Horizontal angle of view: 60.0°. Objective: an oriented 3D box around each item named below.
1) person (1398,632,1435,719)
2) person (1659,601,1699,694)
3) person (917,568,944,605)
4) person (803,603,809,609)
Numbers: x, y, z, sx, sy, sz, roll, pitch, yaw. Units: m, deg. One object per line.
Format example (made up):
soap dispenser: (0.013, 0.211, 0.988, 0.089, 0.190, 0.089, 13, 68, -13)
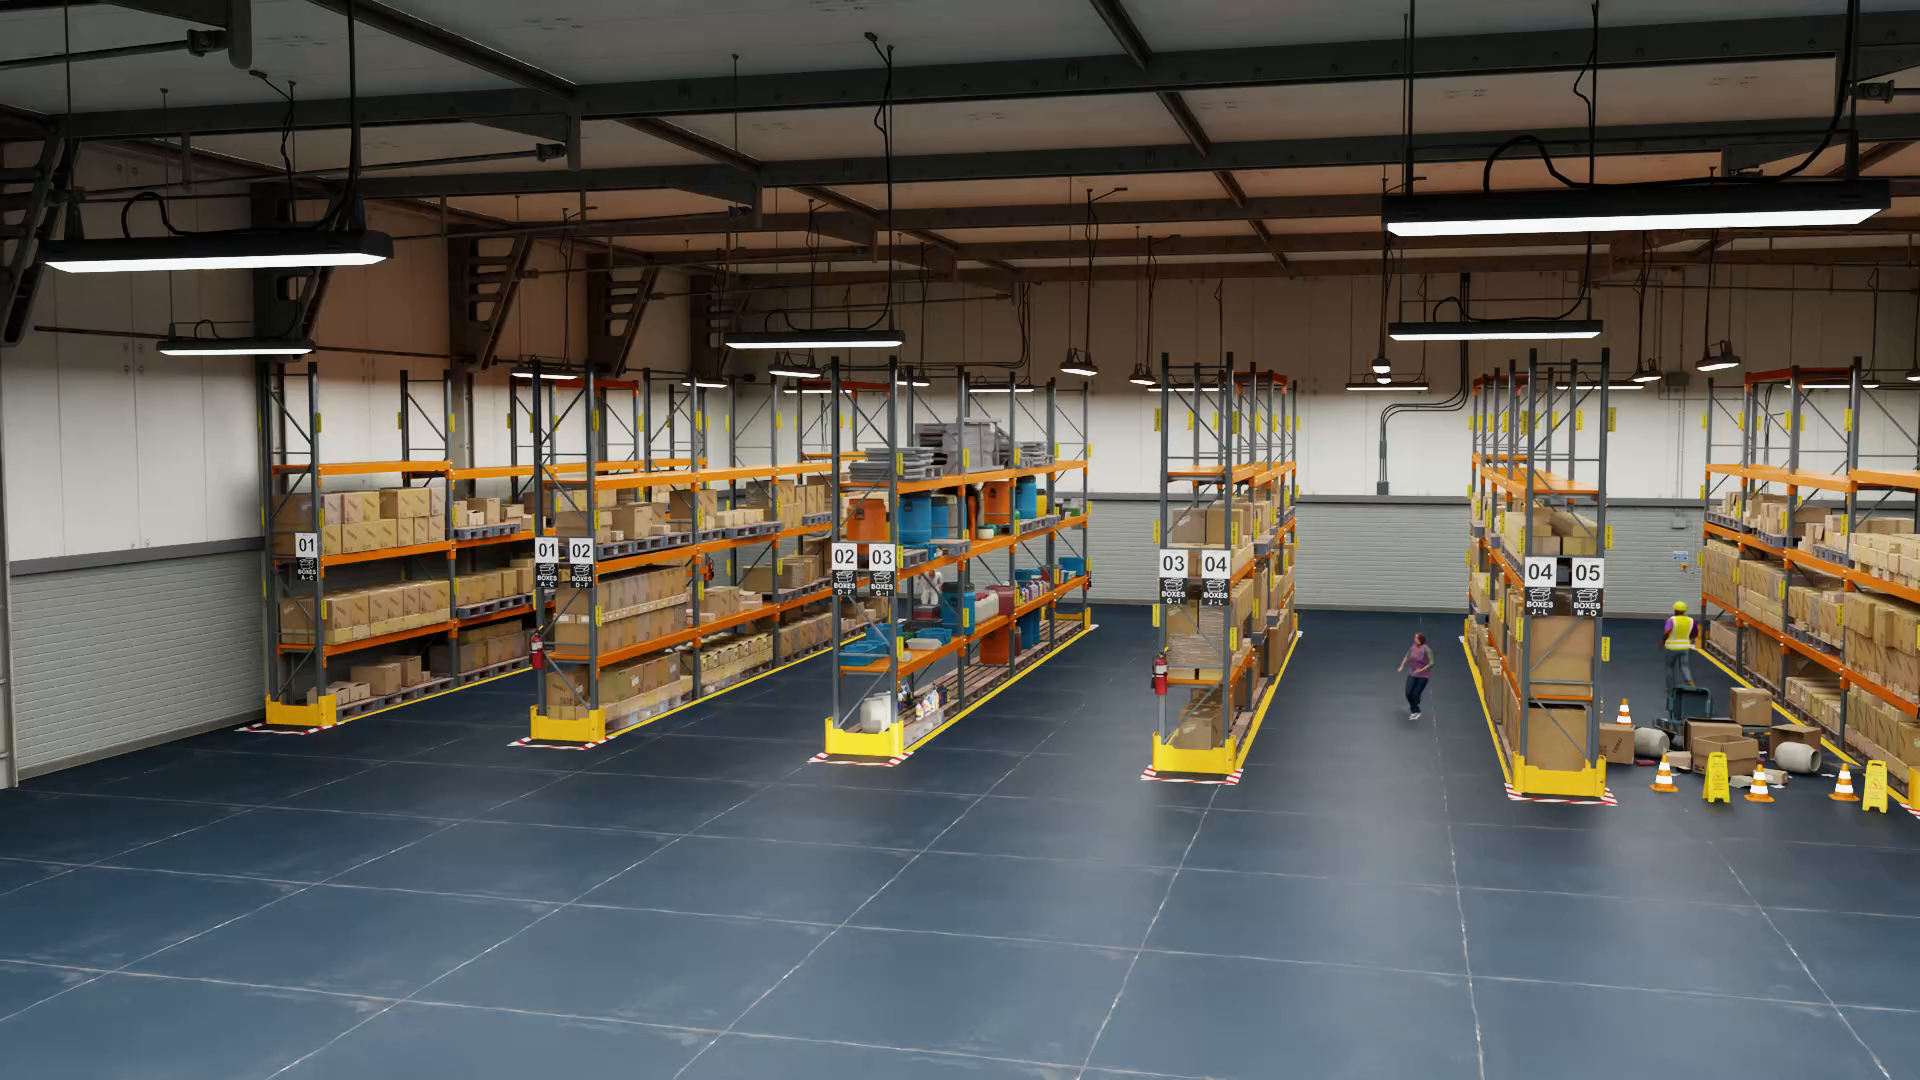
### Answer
person: (7.761, 2.292, 28.151, 0.625, 1.510, 0.498, 3, 5, 37)
person: (13.129, 1.985, 30.385, 0.699, 1.747, 0.889, 0, 4, 4)
person: (-0.746, 1.329, 41.404, 0.724, 1.521, 0.944, 0, 4, 4)
person: (-3.999, 1.313, 41.215, 0.687, 1.588, 0.918, 0, 4, -1)
